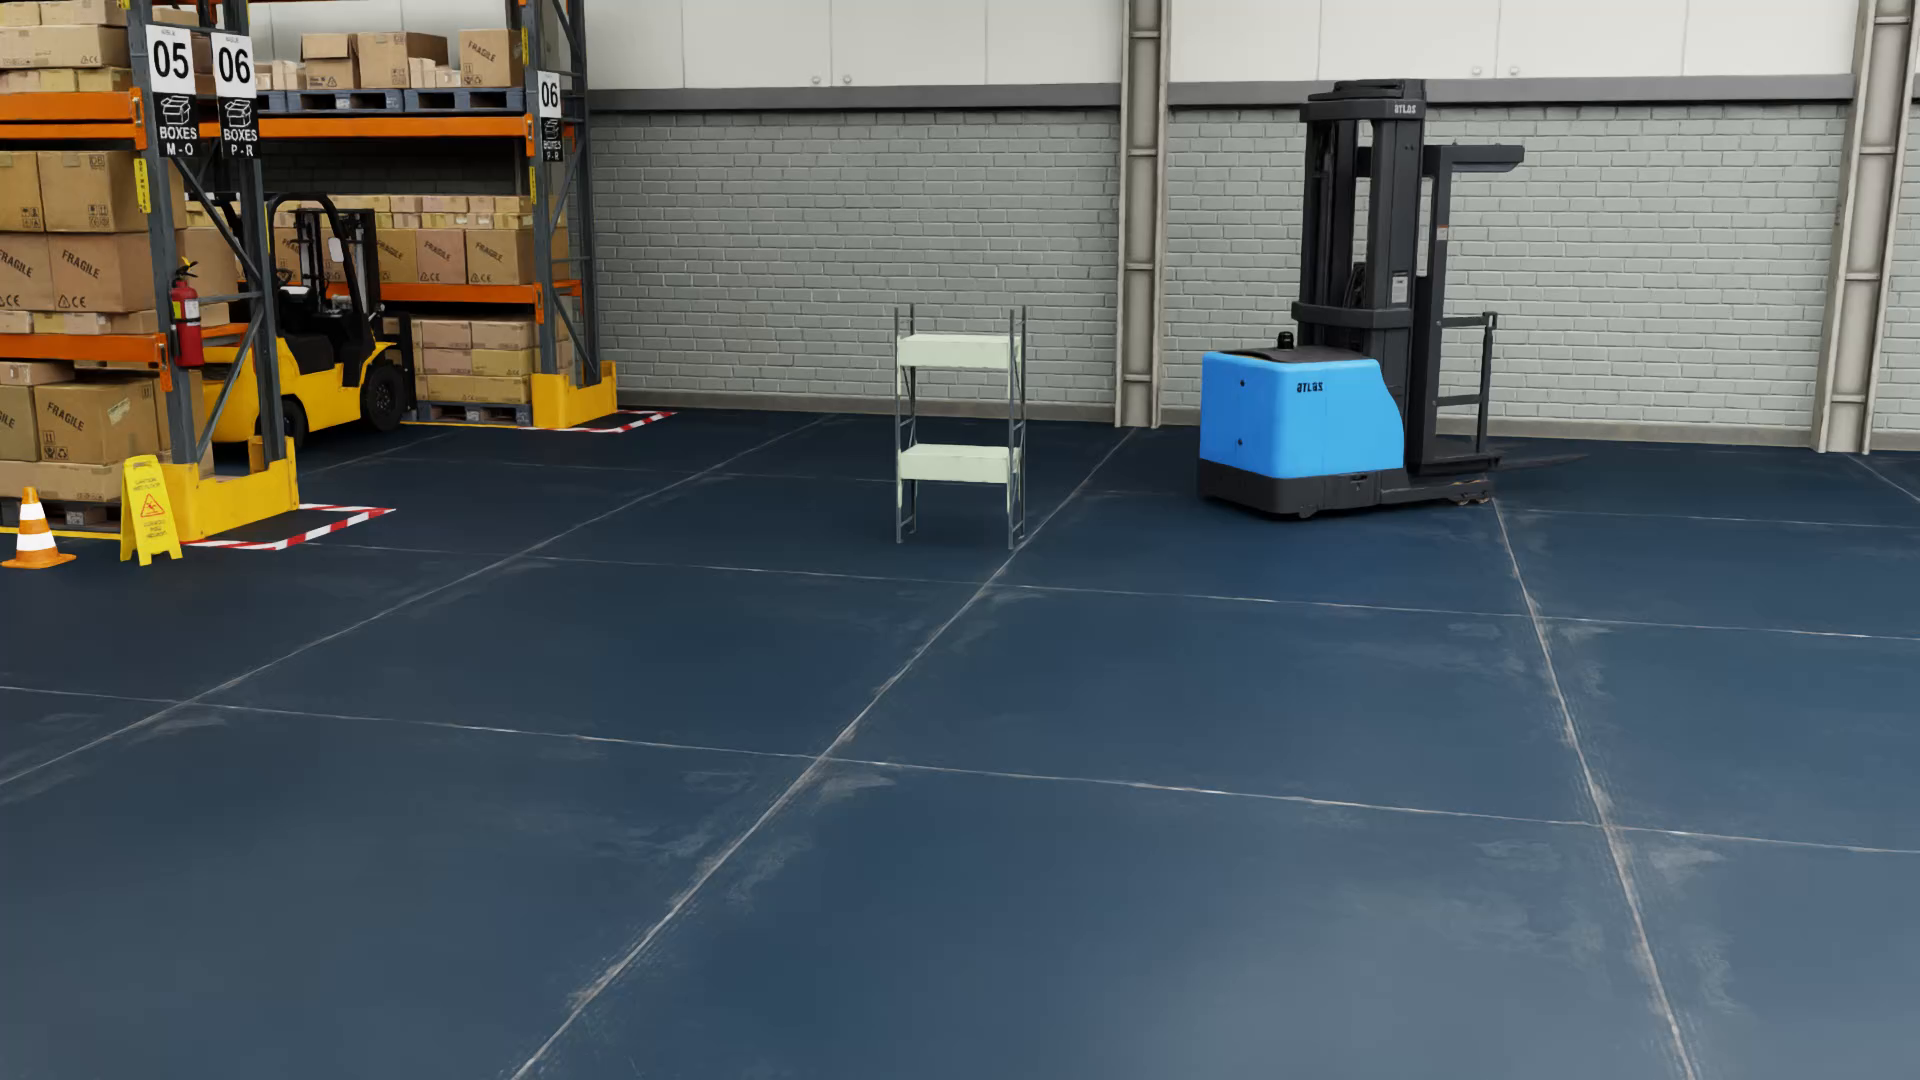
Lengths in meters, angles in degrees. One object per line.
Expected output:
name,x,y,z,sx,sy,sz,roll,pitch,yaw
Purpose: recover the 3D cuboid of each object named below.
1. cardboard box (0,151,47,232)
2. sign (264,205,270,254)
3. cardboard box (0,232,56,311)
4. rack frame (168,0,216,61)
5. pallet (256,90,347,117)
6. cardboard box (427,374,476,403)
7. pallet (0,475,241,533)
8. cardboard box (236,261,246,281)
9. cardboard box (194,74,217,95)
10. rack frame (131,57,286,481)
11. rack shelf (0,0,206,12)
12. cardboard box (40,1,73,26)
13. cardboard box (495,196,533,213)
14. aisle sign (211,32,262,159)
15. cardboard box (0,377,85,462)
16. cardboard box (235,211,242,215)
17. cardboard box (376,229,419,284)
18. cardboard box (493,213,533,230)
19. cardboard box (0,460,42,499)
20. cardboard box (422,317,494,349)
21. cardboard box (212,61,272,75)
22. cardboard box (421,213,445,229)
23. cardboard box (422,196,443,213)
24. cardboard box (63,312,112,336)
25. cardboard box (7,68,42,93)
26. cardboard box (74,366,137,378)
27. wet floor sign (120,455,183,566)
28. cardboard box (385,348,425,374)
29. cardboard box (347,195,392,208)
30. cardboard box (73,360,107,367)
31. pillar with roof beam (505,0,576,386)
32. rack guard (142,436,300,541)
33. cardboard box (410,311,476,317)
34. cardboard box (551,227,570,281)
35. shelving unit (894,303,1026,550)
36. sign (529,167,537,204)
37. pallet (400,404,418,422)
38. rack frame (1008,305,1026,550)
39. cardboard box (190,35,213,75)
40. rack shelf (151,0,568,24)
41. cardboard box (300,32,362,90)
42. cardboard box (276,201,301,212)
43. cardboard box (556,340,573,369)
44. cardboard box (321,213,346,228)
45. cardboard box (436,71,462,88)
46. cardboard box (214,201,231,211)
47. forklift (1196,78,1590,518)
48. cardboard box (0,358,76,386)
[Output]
cardboard box,-5.924,-2.271,10.818,0.500,0.500,0.700,3,13,14
sign,-4.757,-2.117,11.351,0.005,0.325,0.100,3,13,14
cardboard box,-5.964,-1.771,10.875,0.500,0.500,0.500,3,13,14
rack frame,-7.584,-5.761,15.922,0.127,3.000,1.000,3,13,14
pallet,-6.750,-4.214,16.082,1.213,0.211,1.003,3,13,14
cardboard box,-4.713,-1.473,15.825,0.500,0.250,0.500,3,13,14
pallet,-5.741,-0.272,11.474,1.213,0.211,1.003,3,13,14
cardboard box,-6.706,-2.779,16.104,0.500,0.500,0.500,3,13,15
cardboard box,-5.131,-3.007,11.019,0.250,0.149,0.380,3,13,14
rack frame,-4.886,-1.580,10.931,0.127,3.000,1.000,3,13,14
rack shelf,-9.526,-5.318,16.511,4.000,0.370,1.077,3,13,14
cardboard box,-5.527,-3.288,10.443,0.250,0.149,0.380,3,13,15
cardboard box,-4.099,-3.109,15.407,0.250,0.149,0.380,3,13,14
aisle sign,-4.752,-2.911,10.929,0.004,0.787,0.394,3,13,14
cardboard box,-6.234,-0.822,11.161,0.500,0.500,0.500,4,13,16
cardboard box,-6.826,-3.105,16.074,0.250,0.149,0.380,3,13,13
cardboard box,-5.241,-2.699,15.742,0.500,0.500,0.500,3,13,12
cardboard box,-4.105,-2.949,15.371,0.250,0.149,0.380,3,13,14
cardboard box,-6.237,-0.457,11.246,0.500,0.250,0.500,3,13,14
cardboard box,-4.720,-1.959,15.706,0.500,0.250,0.500,3,13,15
cardboard box,-6.835,-4.412,15.775,0.500,0.311,0.500,3,13,15
cardboard box,-4.835,-2.997,15.590,0.250,0.149,0.380,3,13,13
cardboard box,-4.830,-3.152,15.600,0.250,0.149,0.380,3,13,14
cardboard box,-5.573,-1.422,10.797,0.250,0.149,0.380,3,13,13
cardboard box,-5.799,-2.909,10.573,0.250,0.149,0.380,3,13,15
cardboard box,-6.135,-0.936,11.676,0.500,0.500,0.500,3,13,11
wet floor sign,-4.958,-0.196,10.127,0.232,0.644,0.267,8,15,33
cardboard box,-5.239,-1.741,15.881,0.500,0.250,0.500,3,13,12
cardboard box,-5.590,-3.188,15.760,0.250,0.149,0.380,3,13,14
cardboard box,-8.845,-1.944,17.084,0.625,0.625,0.875,3,13,13
pillar with roof beam,-5.192,-4.873,11.923,0.400,9.000,9.100,3,13,14
rack guard,-4.960,-0.364,11.219,0.348,0.500,1.175,3,13,14
cardboard box,-5.091,-2.093,16.313,0.500,0.250,0.500,3,13,13
cardboard box,-4.115,-2.757,16.005,0.500,0.500,0.500,3,13,15
shelving unit,0.006,-0.732,10.570,0.755,1.500,0.431,3,13,14
sign,-3.844,-3.192,14.974,0.005,0.325,0.100,3,13,14
pallet,-5.634,-1.358,16.365,1.213,0.211,1.003,3,13,14
rack frame,0.362,-0.713,10.484,0.023,1.500,0.400,3,13,14
cardboard box,-5.311,-3.199,10.960,0.500,0.250,0.500,3,13,13
rack shelf,-5.643,-5.110,15.576,4.000,0.370,1.077,3,13,14
cardboard box,-5.718,-4.477,15.624,0.637,0.503,0.797,3,13,15
cardboard box,-6.337,-3.215,15.884,0.250,0.149,0.380,3,13,13
cardboard box,-4.108,-1.799,16.141,0.500,0.250,0.500,3,13,15
cardboard box,-5.841,-3.041,15.787,0.250,0.149,0.380,3,13,12
cardboard box,-4.578,-4.199,15.188,0.250,0.149,0.380,3,13,12
cardboard box,-7.066,-3.273,16.144,0.250,0.149,0.380,3,13,14
forklift,3.265,-1.775,11.965,3.031,2.935,1.130,-6,14,-25
cardboard box,-6.099,-1.117,10.994,0.250,0.149,0.380,3,13,15
